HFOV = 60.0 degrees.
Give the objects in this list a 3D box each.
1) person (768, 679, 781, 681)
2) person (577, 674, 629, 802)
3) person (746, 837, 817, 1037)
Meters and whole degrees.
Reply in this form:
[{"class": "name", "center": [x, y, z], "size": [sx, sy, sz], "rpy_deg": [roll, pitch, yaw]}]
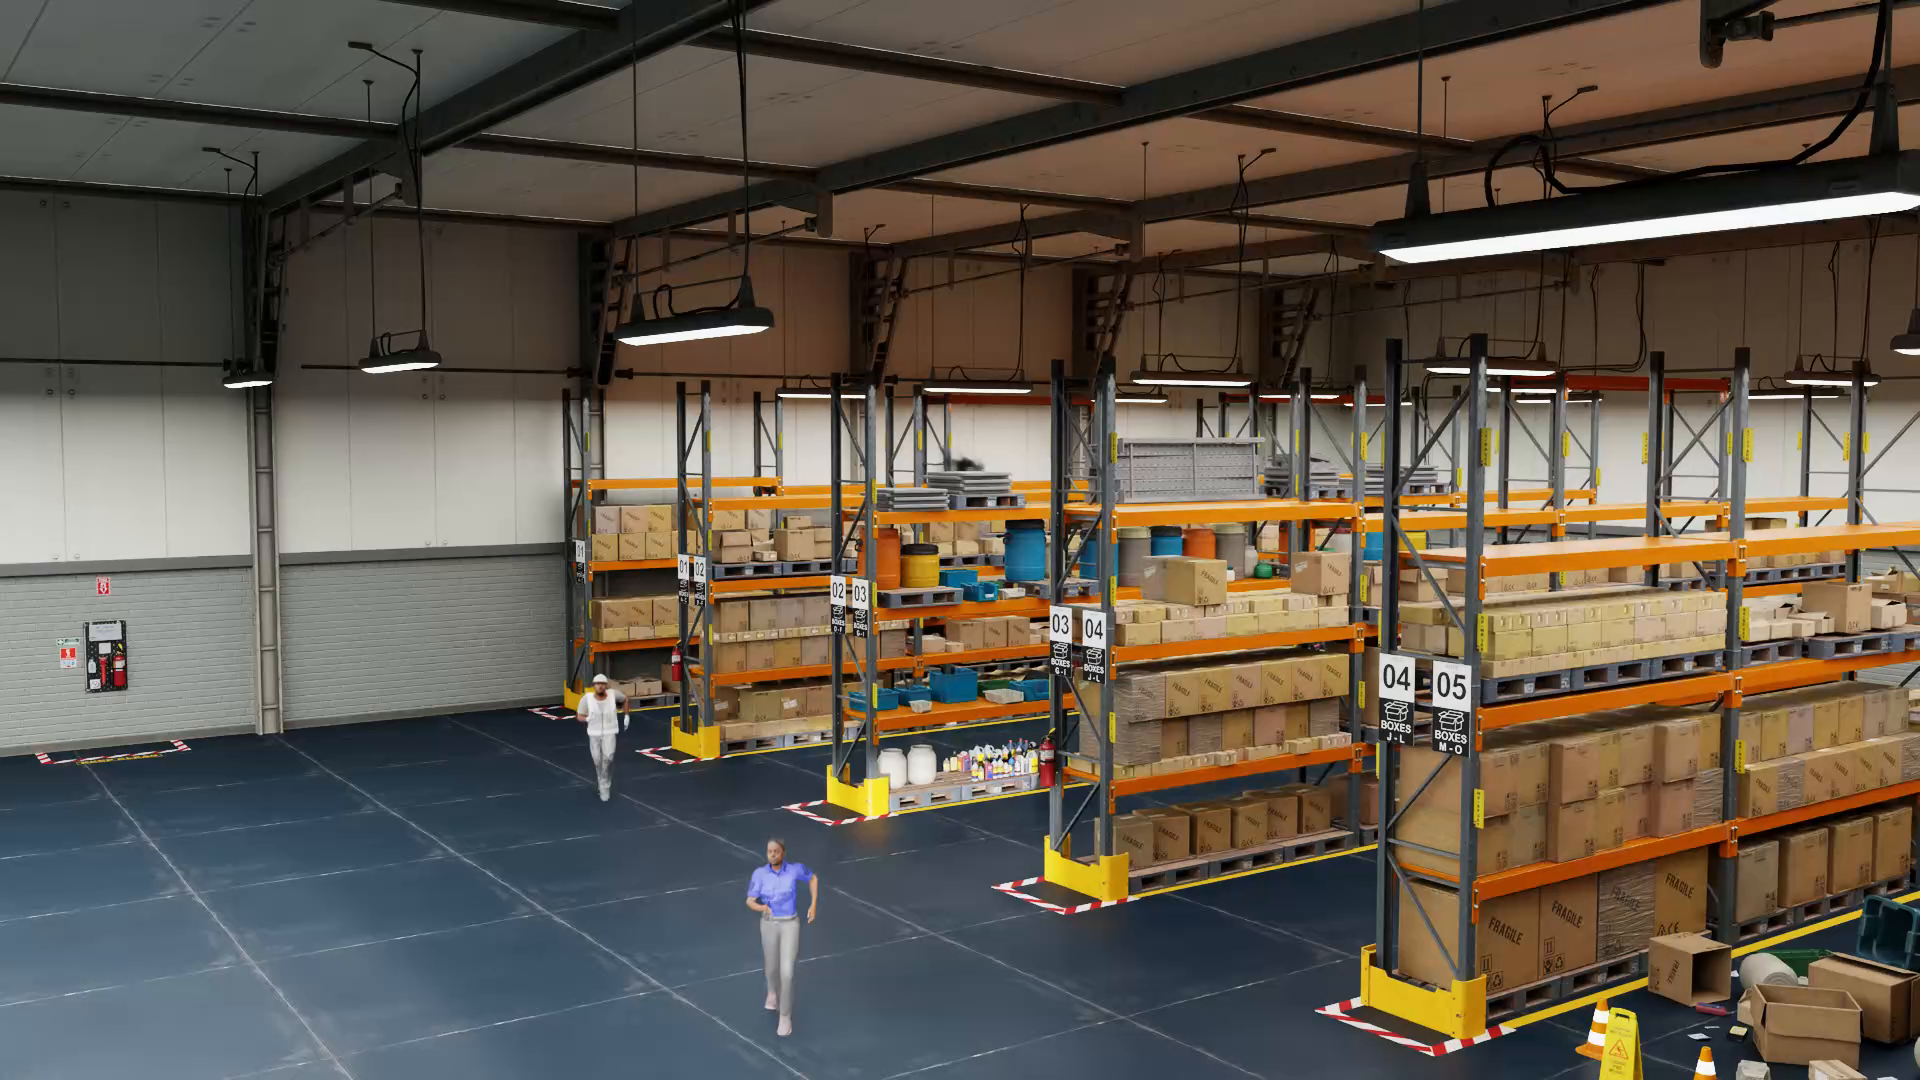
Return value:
[{"class": "person", "center": [-3.336, 2.386, 29.775], "size": [0.586, 1.681, 0.638], "rpy_deg": [-3, 5, -36]}, {"class": "person", "center": [-5.046, 2.772, 23.508], "size": [0.713, 1.800, 0.838], "rpy_deg": [-1, 4, -10]}, {"class": "person", "center": [-1.551, 3.414, 14.507], "size": [0.584, 1.697, 0.885], "rpy_deg": [0, 4, 3]}]
